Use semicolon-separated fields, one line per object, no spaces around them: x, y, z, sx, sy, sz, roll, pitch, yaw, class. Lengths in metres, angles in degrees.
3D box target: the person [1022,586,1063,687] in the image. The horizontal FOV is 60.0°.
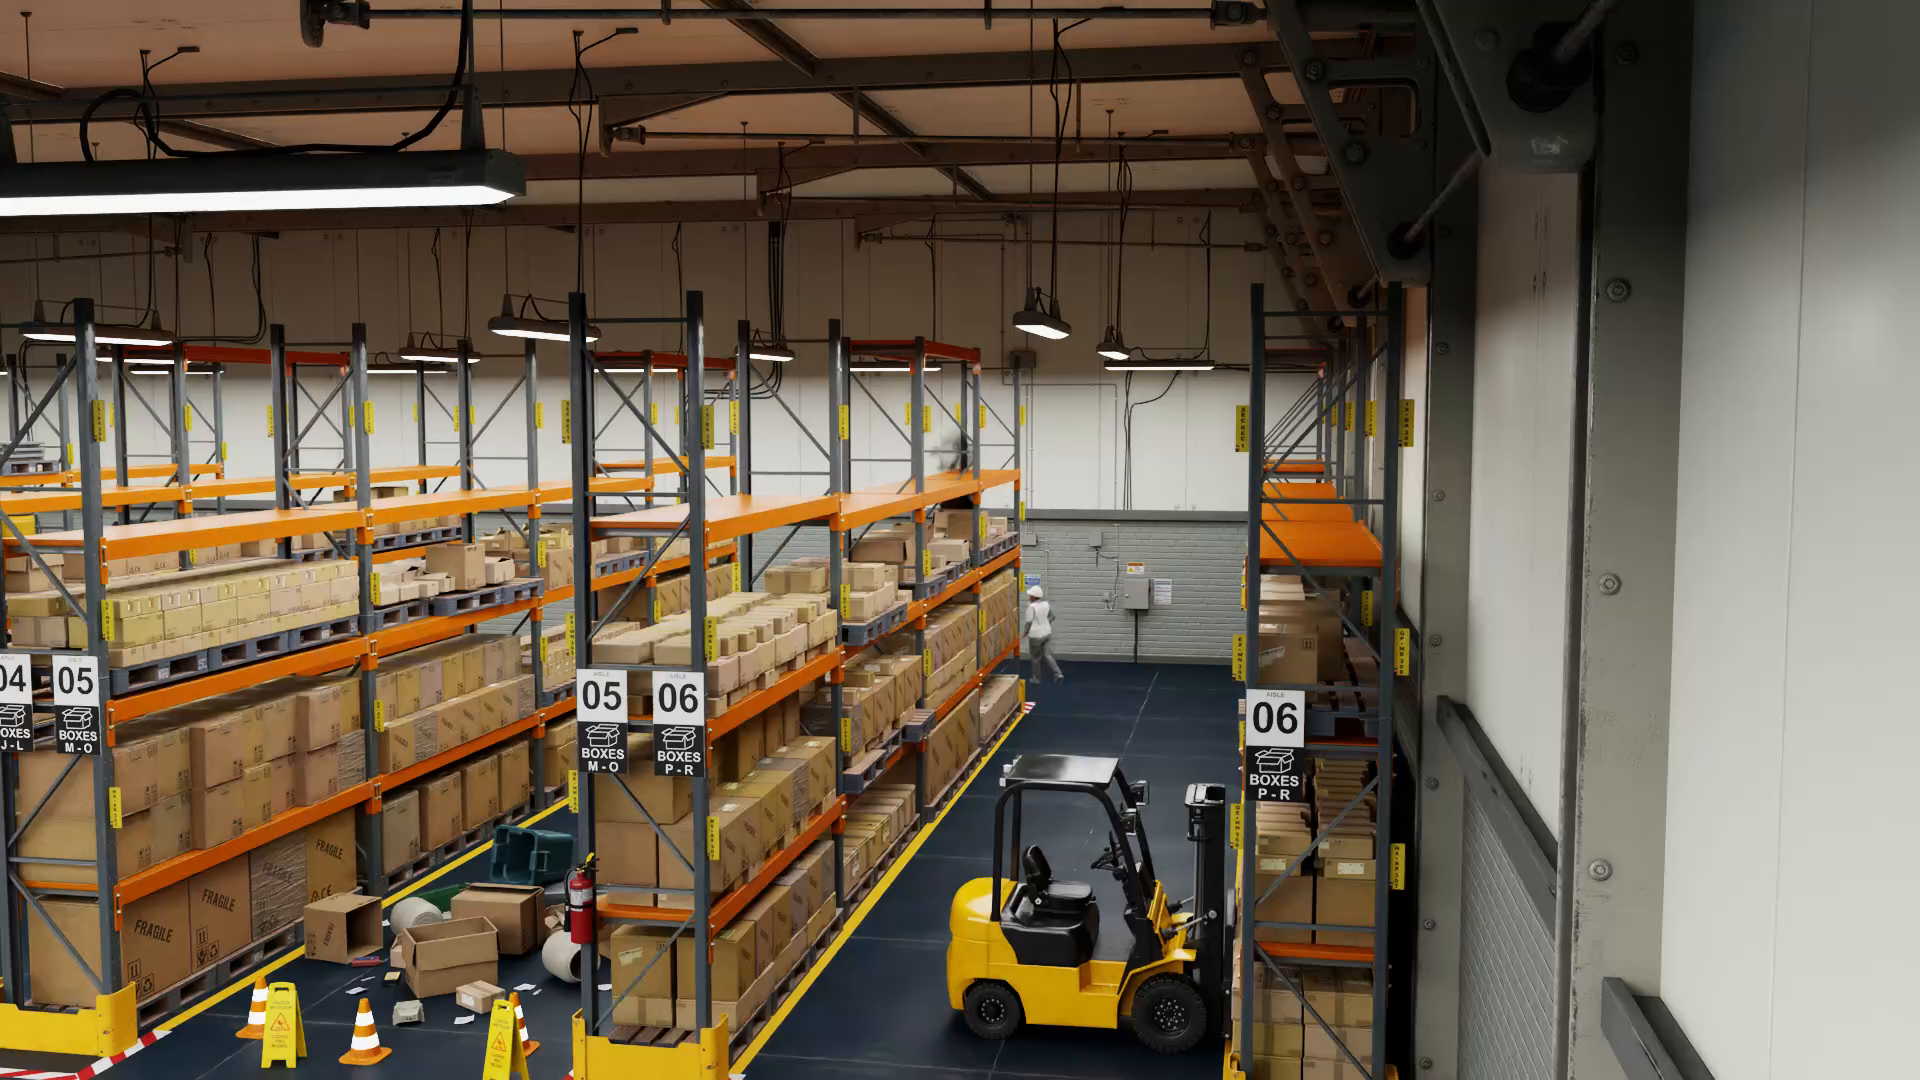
1.345;1.687;29.016;0.713;1.794;0.767;-4;6;-43;person
